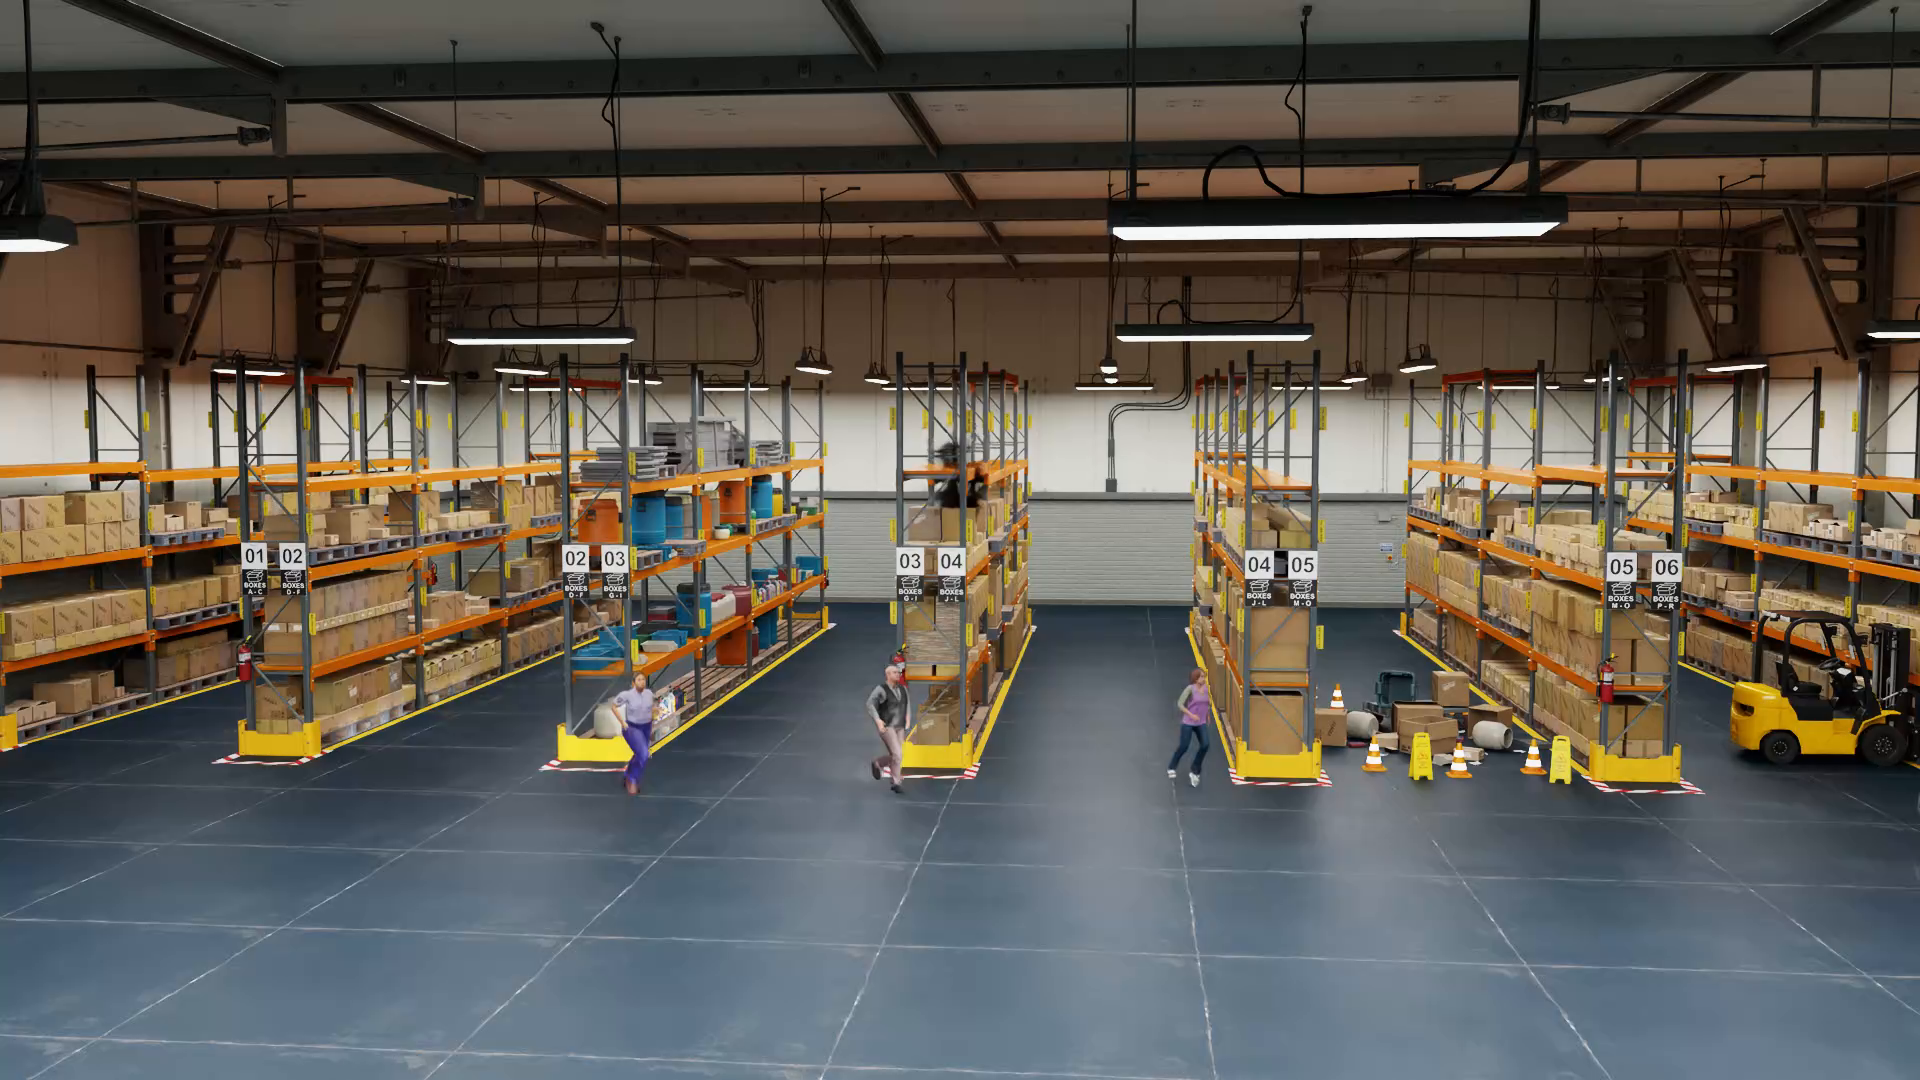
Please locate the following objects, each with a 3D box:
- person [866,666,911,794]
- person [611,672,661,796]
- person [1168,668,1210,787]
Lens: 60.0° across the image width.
[{"bbox_3d":[-0.945,2.597,22.661,0.678,1.633,0.804,-4,6,-43],"label":"person"},{"bbox_3d":[-4.314,2.611,22.408,0.676,1.677,0.575,3,5,38],"label":"person"},{"bbox_3d":[3.255,2.582,23.107,0.608,1.600,0.628,-2,4,-23],"label":"person"}]
